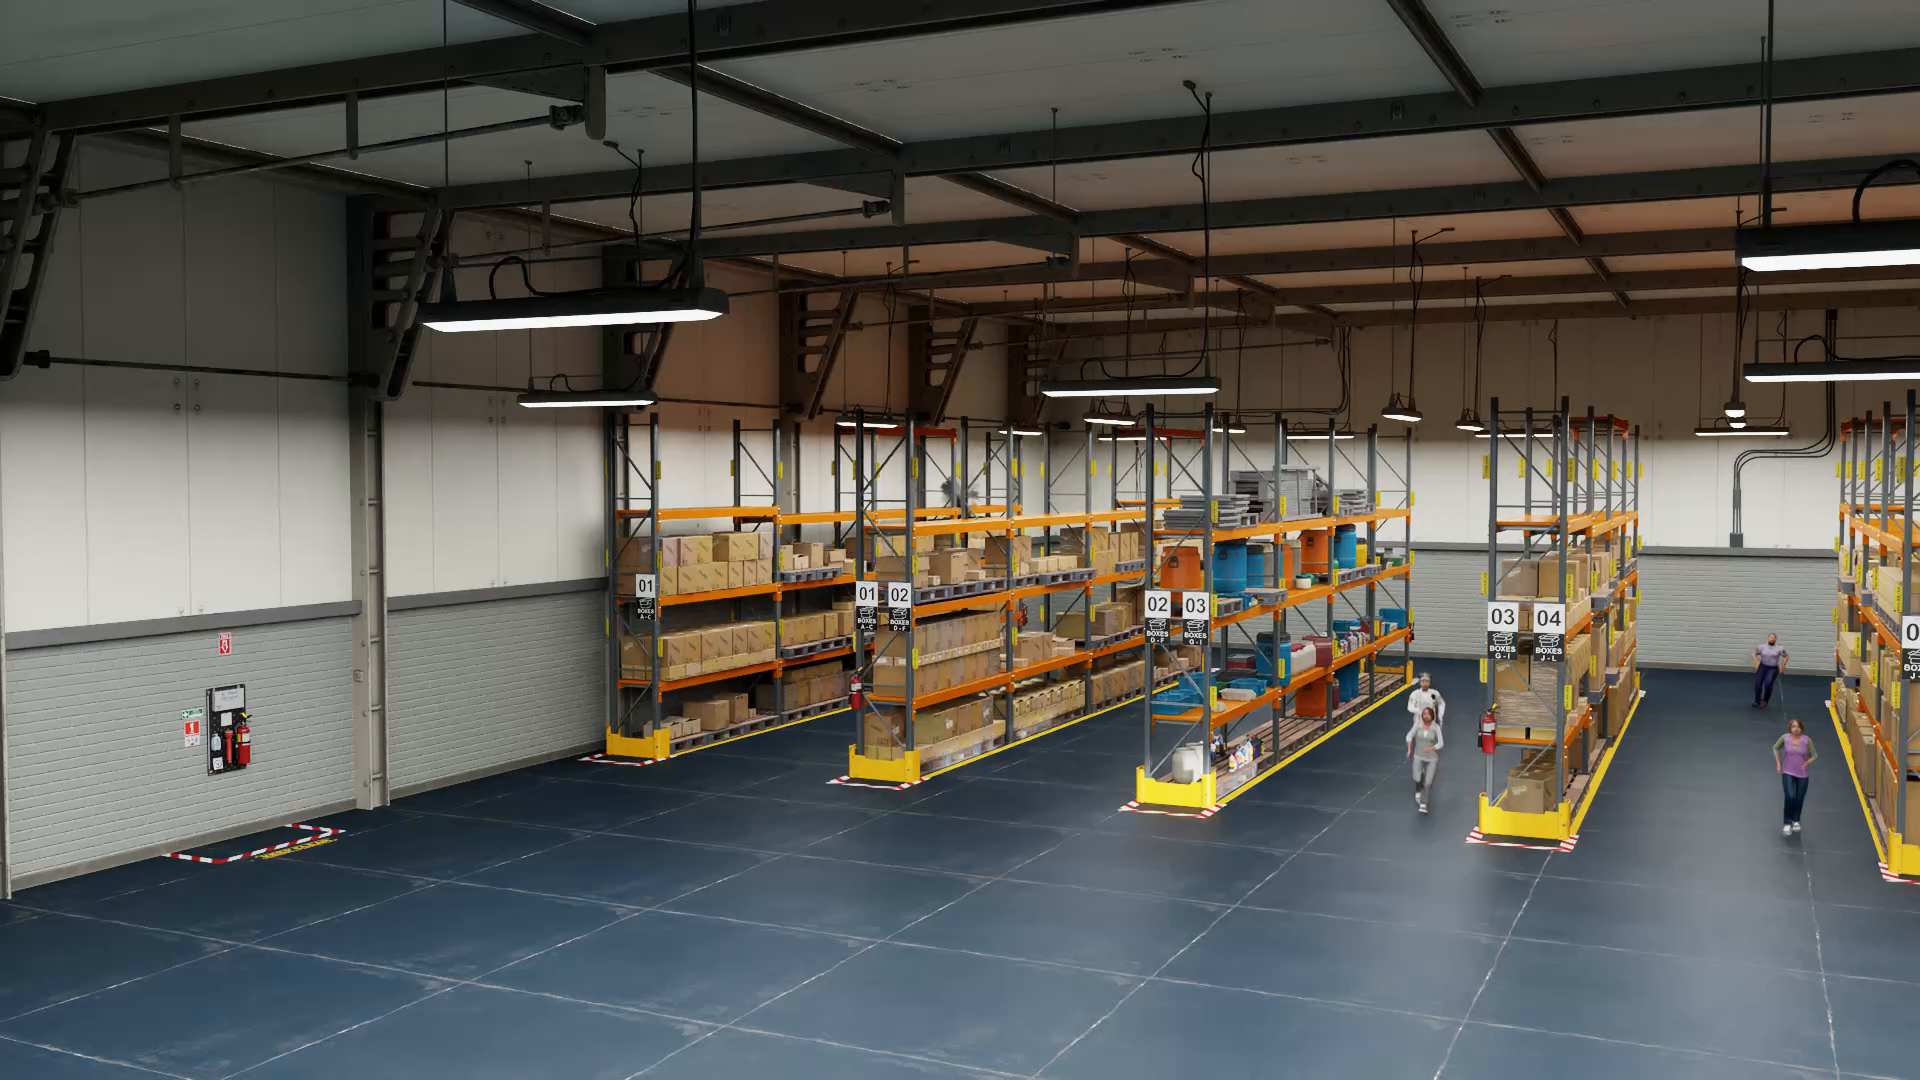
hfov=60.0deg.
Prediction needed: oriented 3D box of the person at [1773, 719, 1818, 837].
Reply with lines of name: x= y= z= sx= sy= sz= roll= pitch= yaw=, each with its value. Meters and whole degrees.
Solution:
person: x=11.443 y=3.249 z=22.779 sx=0.545 sy=1.621 sz=0.650 roll=1 pitch=3 yaw=23

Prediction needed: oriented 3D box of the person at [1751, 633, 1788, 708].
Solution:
person: x=16.935 y=2.740 z=34.831 sx=0.675 sy=1.595 sz=0.568 roll=2 pitch=3 yaw=36

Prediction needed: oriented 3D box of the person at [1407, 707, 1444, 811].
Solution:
person: x=6.775 y=3.206 z=24.260 sx=0.531 sy=1.538 sz=0.509 roll=1 pitch=3 yaw=18

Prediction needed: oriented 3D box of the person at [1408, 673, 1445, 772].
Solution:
person: x=7.599 y=3.017 z=27.122 sx=0.579 sy=1.718 sz=0.695 roll=1 pitch=3 yaw=17
